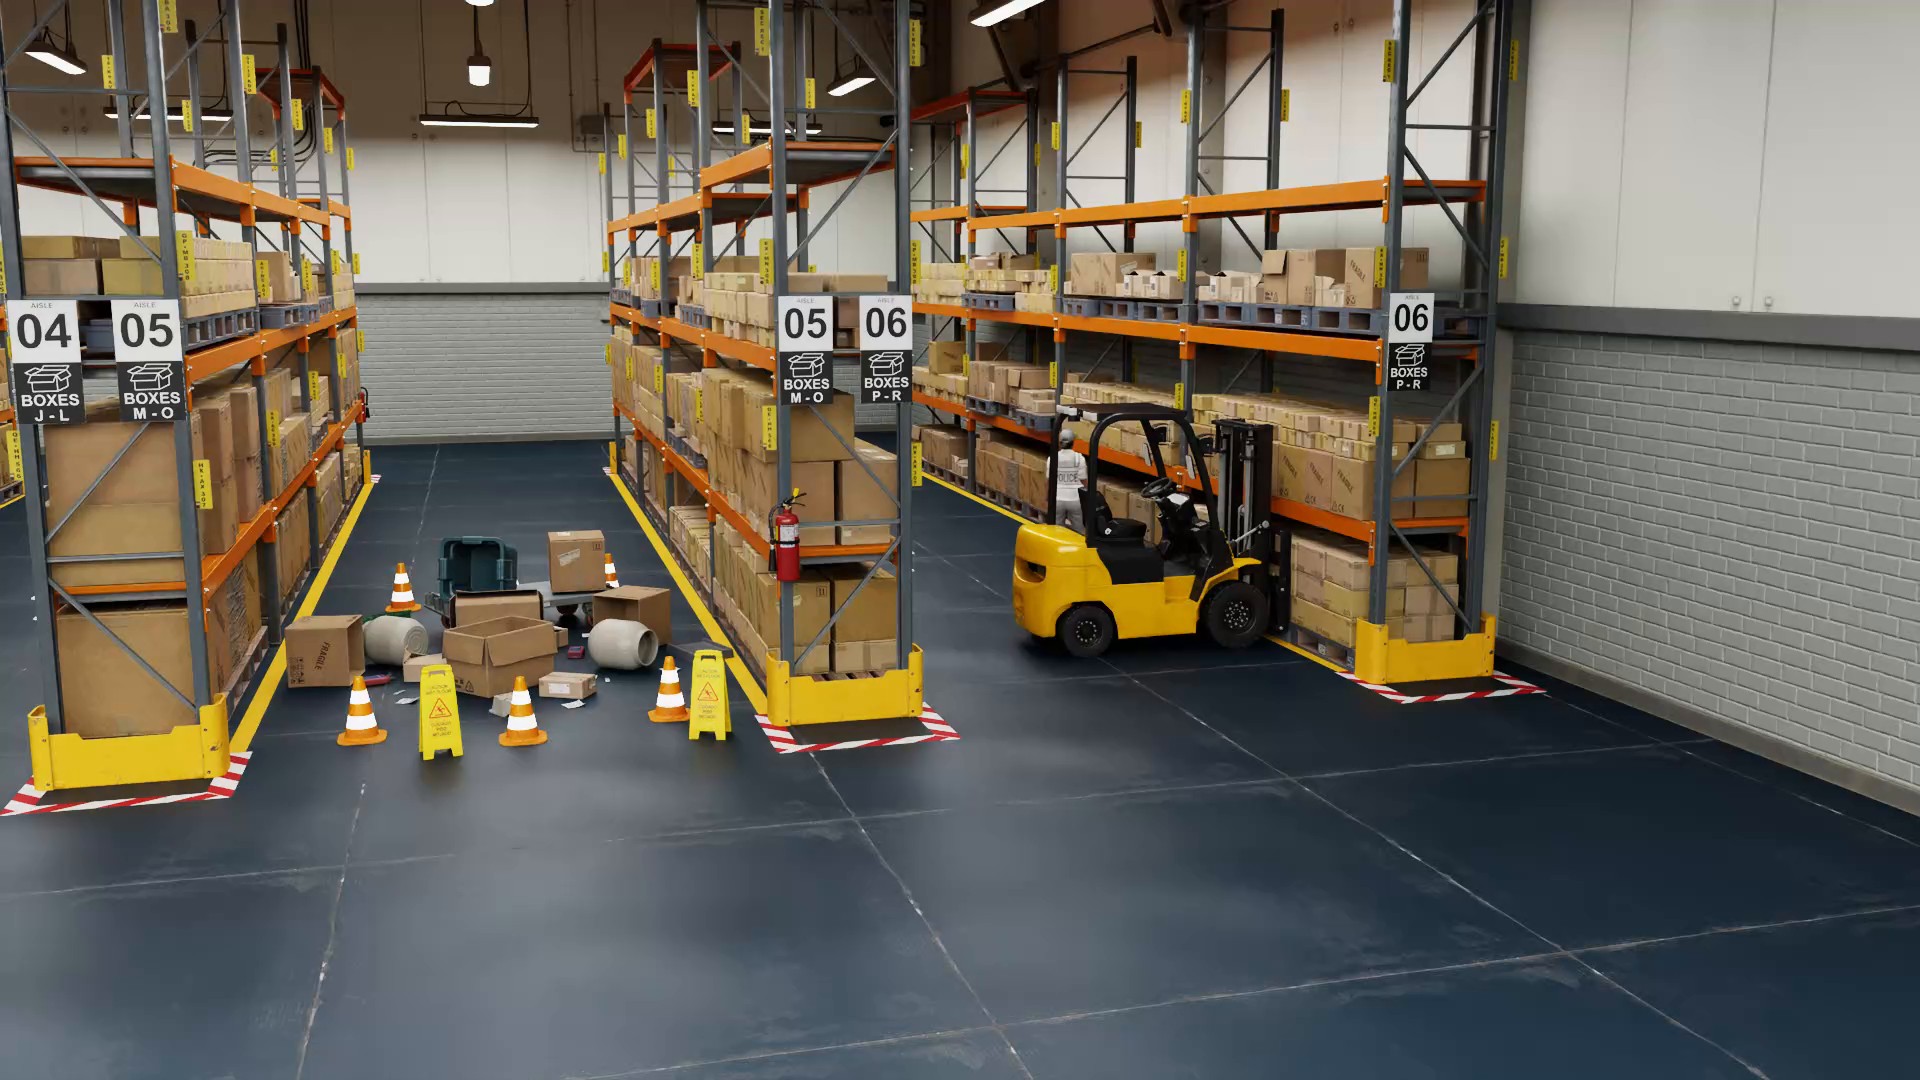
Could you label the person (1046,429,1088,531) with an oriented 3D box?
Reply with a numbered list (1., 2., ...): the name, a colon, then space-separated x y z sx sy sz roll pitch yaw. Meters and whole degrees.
1. person: 1.187 -0.389 18.232 0.488 1.668 0.395 1 9 8
